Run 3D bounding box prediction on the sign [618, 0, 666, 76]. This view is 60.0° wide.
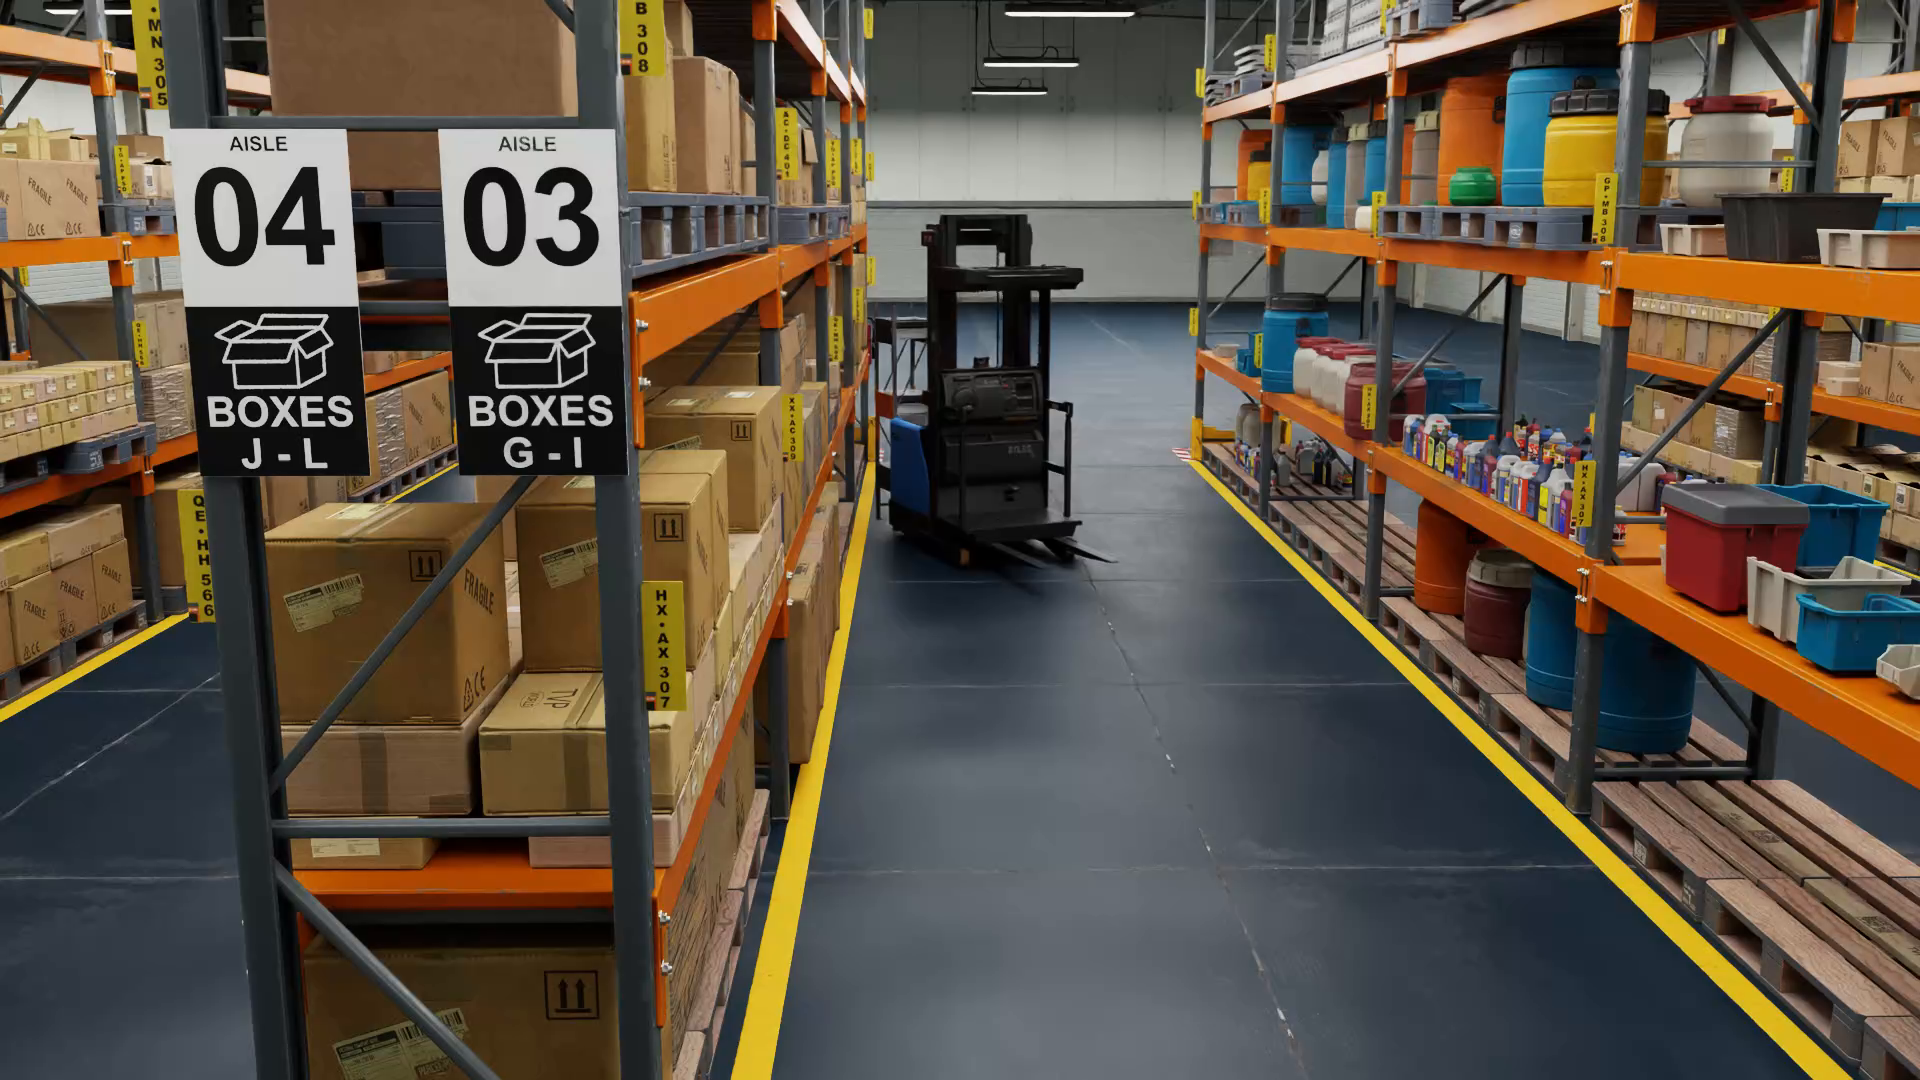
[{"bbox_3d":[-0.720,-1.214,3.750,0.100,0.325,0.005,0,11,-1],"label":"sign"}]

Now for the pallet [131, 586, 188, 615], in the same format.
[{"bbox_3d":[-6.342,0.343,13.026,1.003,0.211,1.213,0,11,-1],"label":"pallet"}]

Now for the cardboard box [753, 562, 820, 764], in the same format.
[{"bbox_3d":[-1.391,0.637,8.853,1.225,0.875,0.875,0,11,-1],"label":"cardboard box"}]

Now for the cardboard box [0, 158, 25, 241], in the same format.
[{"bbox_3d":[-6.106,-2.074,10.133,0.500,0.500,0.500,0,11,-1],"label":"cardboard box"}]

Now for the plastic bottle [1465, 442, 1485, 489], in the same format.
[{"bbox_3d":[3.226,-0.463,10.300,0.152,0.276,0.135,0,11,-1],"label":"plastic bottle"}]

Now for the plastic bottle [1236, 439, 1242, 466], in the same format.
[{"bbox_3d":[3.058,-0.955,18.137,0.061,0.283,0.133,0,11,0],"label":"plastic bottle"}]

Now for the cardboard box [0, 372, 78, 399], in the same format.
[{"bbox_3d":[-5.915,-0.990,10.664,0.380,0.149,0.250,0,11,1],"label":"cardboard box"}]

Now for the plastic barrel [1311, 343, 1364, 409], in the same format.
[{"bbox_3d":[3.244,-1.412,14.322,0.433,0.535,0.433,0,11,0],"label":"plastic barrel"}]

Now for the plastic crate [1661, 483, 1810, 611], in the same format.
[{"bbox_3d":[3.362,0.026,7.265,0.402,0.464,0.583,0,11,-1],"label":"plastic crate"}]

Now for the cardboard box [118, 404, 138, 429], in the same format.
[{"bbox_3d":[-5.932,-0.853,11.484,0.380,0.149,0.250,0,11,0],"label":"cardboard box"}]

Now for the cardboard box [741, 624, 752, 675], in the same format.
[{"bbox_3d":[-0.993,0.417,6.281,0.380,0.149,0.250,0,11,0],"label":"cardboard box"}]

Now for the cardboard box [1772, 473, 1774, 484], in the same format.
[{"bbox_3d":[8.142,-0.479,15.924,0.500,0.250,0.500,-1,11,-3],"label":"cardboard box"}]

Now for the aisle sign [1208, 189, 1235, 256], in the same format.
[{"bbox_3d":[3.052,-3.764,19.721,0.394,0.787,0.004,0,11,-1],"label":"aisle sign"}]

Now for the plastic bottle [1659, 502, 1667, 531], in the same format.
[{"bbox_3d":[3.834,-0.156,8.976,0.097,0.201,0.097,0,11,0],"label":"plastic bottle"}]

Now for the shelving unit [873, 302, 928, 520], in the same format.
[{"bbox_3d":[-0.535,-1.198,15.874,0.431,2.100,0.503,-5,12,-22],"label":"shelving unit"}]

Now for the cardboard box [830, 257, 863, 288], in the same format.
[{"bbox_3d":[-1.323,-2.834,18.162,0.500,0.500,0.500,0,11,-1],"label":"cardboard box"}]

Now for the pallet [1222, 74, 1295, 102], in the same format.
[{"bbox_3d":[3.356,-4.740,17.464,1.003,0.211,1.213,0,11,-1],"label":"pallet"}]

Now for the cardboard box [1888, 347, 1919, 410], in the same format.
[{"bbox_3d":[8.402,-1.394,14.323,0.500,0.500,0.500,0,11,-1],"label":"cardboard box"}]

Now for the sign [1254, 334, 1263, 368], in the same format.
[{"bbox_3d":[2.879,-1.817,15.968,0.100,0.325,0.005,0,11,-1],"label":"sign"}]

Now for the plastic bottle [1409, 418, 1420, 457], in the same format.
[{"bbox_3d":[3.172,-0.713,11.545,0.097,0.271,0.097,0,11,0],"label":"plastic bottle"}]

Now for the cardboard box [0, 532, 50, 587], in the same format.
[{"bbox_3d":[-6.109,0.122,10.449,0.500,0.250,0.500,0,11,0],"label":"cardboard box"}]

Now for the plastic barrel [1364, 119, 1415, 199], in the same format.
[{"bbox_3d":[3.683,-3.037,13.872,0.600,0.901,0.708,0,11,-1],"label":"plastic barrel"}]

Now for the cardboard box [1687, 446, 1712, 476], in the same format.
[{"bbox_3d":[8.128,-0.850,17.754,0.500,0.250,0.500,0,11,-1],"label":"cardboard box"}]

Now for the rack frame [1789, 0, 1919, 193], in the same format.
[{"bbox_3d":[8.381,-4.642,15.496,1.000,3.000,0.127,0,11,-1],"label":"rack frame"}]

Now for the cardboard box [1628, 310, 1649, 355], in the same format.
[{"bbox_3d":[8.295,-2.453,19.544,0.700,0.500,0.500,0,11,-1],"label":"cardboard box"}]

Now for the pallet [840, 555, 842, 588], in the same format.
[{"bbox_3d":[-1.455,0.345,13.019,1.003,0.211,1.213,0,11,-1],"label":"pallet"}]

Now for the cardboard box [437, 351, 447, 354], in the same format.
[{"bbox_3d":[-6.514,-2.456,19.436,0.875,0.550,0.550,0,11,-1],"label":"cardboard box"}]

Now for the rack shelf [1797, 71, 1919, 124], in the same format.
[{"bbox_3d":[8.422,-3.695,13.648,1.077,0.370,4.000,0,11,-1],"label":"rack shelf"}]

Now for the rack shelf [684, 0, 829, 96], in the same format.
[{"bbox_3d":[-1.399,-2.860,9.532,1.077,0.370,4.000,0,11,-1],"label":"rack shelf"}]

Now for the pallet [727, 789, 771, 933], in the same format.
[{"bbox_3d":[-1.420,1.447,7.588,1.003,0.211,1.213,0,11,-1],"label":"pallet"}]

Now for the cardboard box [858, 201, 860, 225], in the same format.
[{"bbox_3d":[-1.311,-3.457,17.580,0.500,0.250,0.500,0,11,-2],"label":"cardboard box"}]

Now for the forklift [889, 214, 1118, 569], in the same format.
[{"bbox_3d":[0.370,-1.297,14.272,1.130,2.935,3.031,-5,12,-22],"label":"forklift"}]

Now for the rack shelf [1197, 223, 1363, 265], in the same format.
[{"bbox_3d":[3.387,-3.197,17.729,1.077,0.370,4.000,0,11,-1],"label":"rack shelf"}]

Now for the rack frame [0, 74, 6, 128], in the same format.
[{"bbox_3d":[-11.514,-5.356,19.018,1.000,3.000,0.127,0,11,-1],"label":"rack frame"}]

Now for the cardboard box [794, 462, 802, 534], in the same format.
[{"bbox_3d":[-1.129,-0.313,8.996,0.500,0.500,0.500,0,11,-1],"label":"cardboard box"}]

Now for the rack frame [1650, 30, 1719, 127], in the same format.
[{"bbox_3d":[8.298,-5.437,19.416,1.000,3.000,0.127,0,11,-1],"label":"rack frame"}]

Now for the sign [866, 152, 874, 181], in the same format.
[{"bbox_3d":[-1.050,-4.359,19.420,0.100,0.325,0.005,0,11,-1],"label":"sign"}]

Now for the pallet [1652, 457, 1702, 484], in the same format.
[{"bbox_3d":[8.378,-0.736,18.348,1.003,0.211,1.213,0,11,-1],"label":"pallet"}]

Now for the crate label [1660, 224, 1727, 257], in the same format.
[{"bbox_3d":[3.315,-1.334,7.400,0.293,0.136,0.466,0,11,-1],"label":"crate label"}]

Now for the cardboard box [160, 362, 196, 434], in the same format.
[{"bbox_3d":[-6.154,-1.107,12.909,0.500,0.500,0.500,0,11,-2],"label":"cardboard box"}]

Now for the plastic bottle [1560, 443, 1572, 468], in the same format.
[{"bbox_3d":[3.947,-0.526,10.797,0.097,0.201,0.097,0,11,0],"label":"plastic bottle"}]

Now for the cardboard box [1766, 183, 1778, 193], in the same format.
[{"bbox_3d":[8.083,-3.562,16.940,0.380,0.149,0.250,0,11,-1],"label":"cardboard box"}]

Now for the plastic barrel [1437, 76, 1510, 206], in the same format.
[{"bbox_3d":[3.520,-2.660,11.138,0.600,0.830,0.708,0,11,-1],"label":"plastic barrel"}]

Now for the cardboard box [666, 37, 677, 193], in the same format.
[{"bbox_3d":[-1.290,-1.368,5.346,0.700,0.500,0.500,-1,12,-5],"label":"cardboard box"}]

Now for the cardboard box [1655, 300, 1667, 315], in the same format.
[{"bbox_3d":[8.106,-2.632,18.798,0.380,0.149,0.250,0,11,-2],"label":"cardboard box"}]

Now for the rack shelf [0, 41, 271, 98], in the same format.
[{"bbox_3d":[-6.443,-3.655,13.449,1.077,0.370,4.000,0,11,-1],"label":"rack shelf"}]

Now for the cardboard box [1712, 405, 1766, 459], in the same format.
[{"bbox_3d":[8.154,-1.118,17.190,0.500,0.500,0.500,0,11,-1],"label":"cardboard box"}]

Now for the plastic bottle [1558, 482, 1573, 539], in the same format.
[{"bbox_3d":[3.212,-0.157,8.774,0.061,0.283,0.133,0,11,-1],"label":"plastic bottle"}]

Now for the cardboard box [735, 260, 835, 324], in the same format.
[{"bbox_3d":[-1.647,-2.003,15.013,1.000,1.000,1.000,0,11,-1],"label":"cardboard box"}]

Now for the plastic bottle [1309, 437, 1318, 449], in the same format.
[{"bbox_3d":[3.810,-0.920,17.799,0.144,0.351,0.185,0,11,1],"label":"plastic bottle"}]

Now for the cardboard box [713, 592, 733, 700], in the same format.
[{"bbox_3d":[-1.039,0.352,5.601,0.500,0.250,0.500,-1,11,-3],"label":"cardboard box"}]

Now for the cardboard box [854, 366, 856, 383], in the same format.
[{"bbox_3d":[-1.219,-1.632,16.383,0.380,0.149,0.250,0,11,-1],"label":"cardboard box"}]

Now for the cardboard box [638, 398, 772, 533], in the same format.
[{"bbox_3d":[-1.075,-0.321,7.032,0.500,0.500,0.500,0,11,-1],"label":"cardboard box"}]
